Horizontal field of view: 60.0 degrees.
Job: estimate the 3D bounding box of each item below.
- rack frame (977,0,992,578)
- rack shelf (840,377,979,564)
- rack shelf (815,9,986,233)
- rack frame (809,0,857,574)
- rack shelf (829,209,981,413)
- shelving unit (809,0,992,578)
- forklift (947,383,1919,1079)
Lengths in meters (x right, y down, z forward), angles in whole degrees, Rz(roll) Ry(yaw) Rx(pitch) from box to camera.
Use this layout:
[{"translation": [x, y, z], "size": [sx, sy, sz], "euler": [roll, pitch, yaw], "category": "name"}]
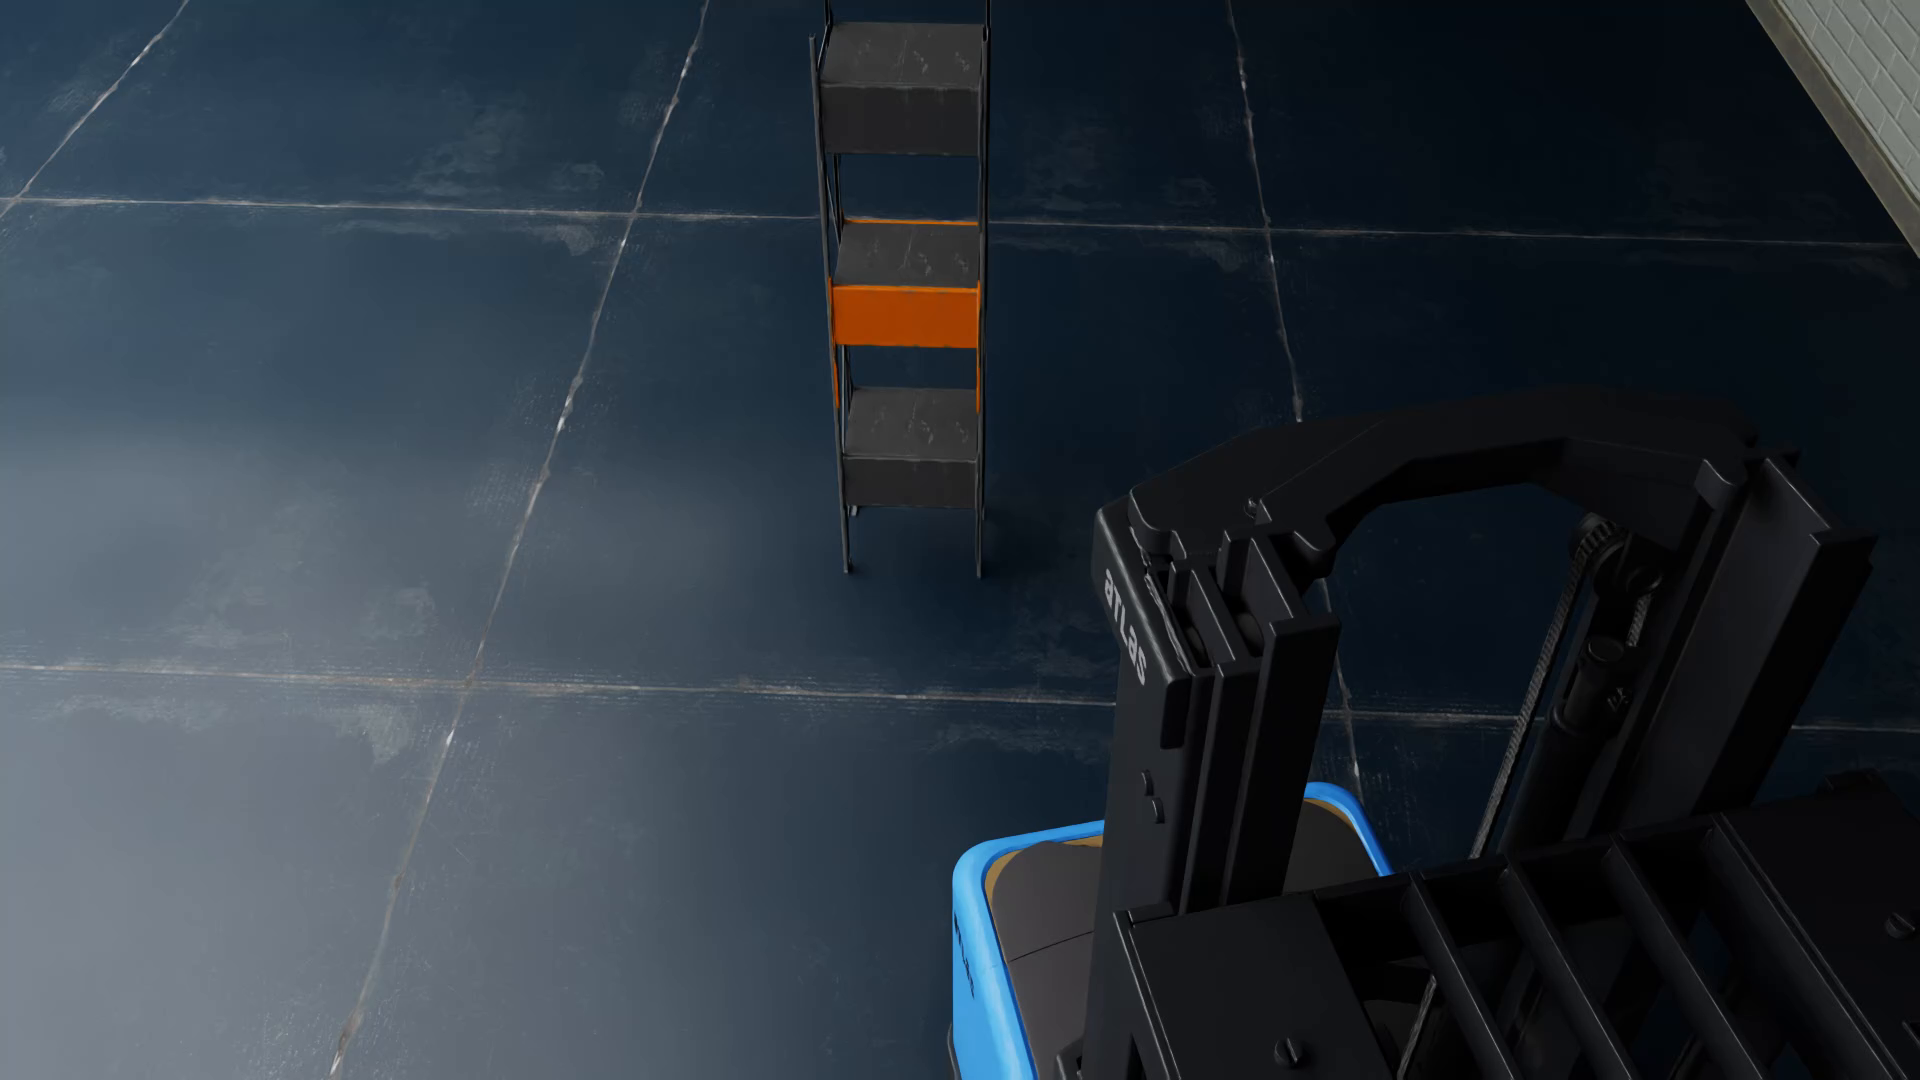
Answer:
[{"translation": [0.078, -0.766, 5.532], "size": [0.015, 2.100, 0.400], "euler": [2, 43, 2], "category": "rack frame"}, {"translation": [-0.165, -0.251, 6.026], "size": [0.480, 0.518, 0.431], "euler": [2, 43, 2], "category": "rack shelf"}, {"translation": [-0.165, -1.276, 5.072], "size": [0.480, 0.518, 0.431], "euler": [2, 43, 2], "category": "rack shelf"}, {"translation": [-0.409, -0.781, 5.548], "size": [0.015, 2.100, 0.400], "euler": [2, 43, 2], "category": "rack frame"}, {"translation": [-0.165, -0.763, 5.549], "size": [0.480, 0.518, 0.431], "euler": [2, 43, 2], "category": "rack shelf"}, {"translation": [-0.165, -0.773, 5.540], "size": [0.503, 2.100, 0.431], "euler": [2, 43, 2], "category": "shelving unit"}, {"translation": [0.786, 1.343, 2.658], "size": [1.130, 2.935, 3.031], "euler": [-9, 44, -9], "category": "forklift"}]
